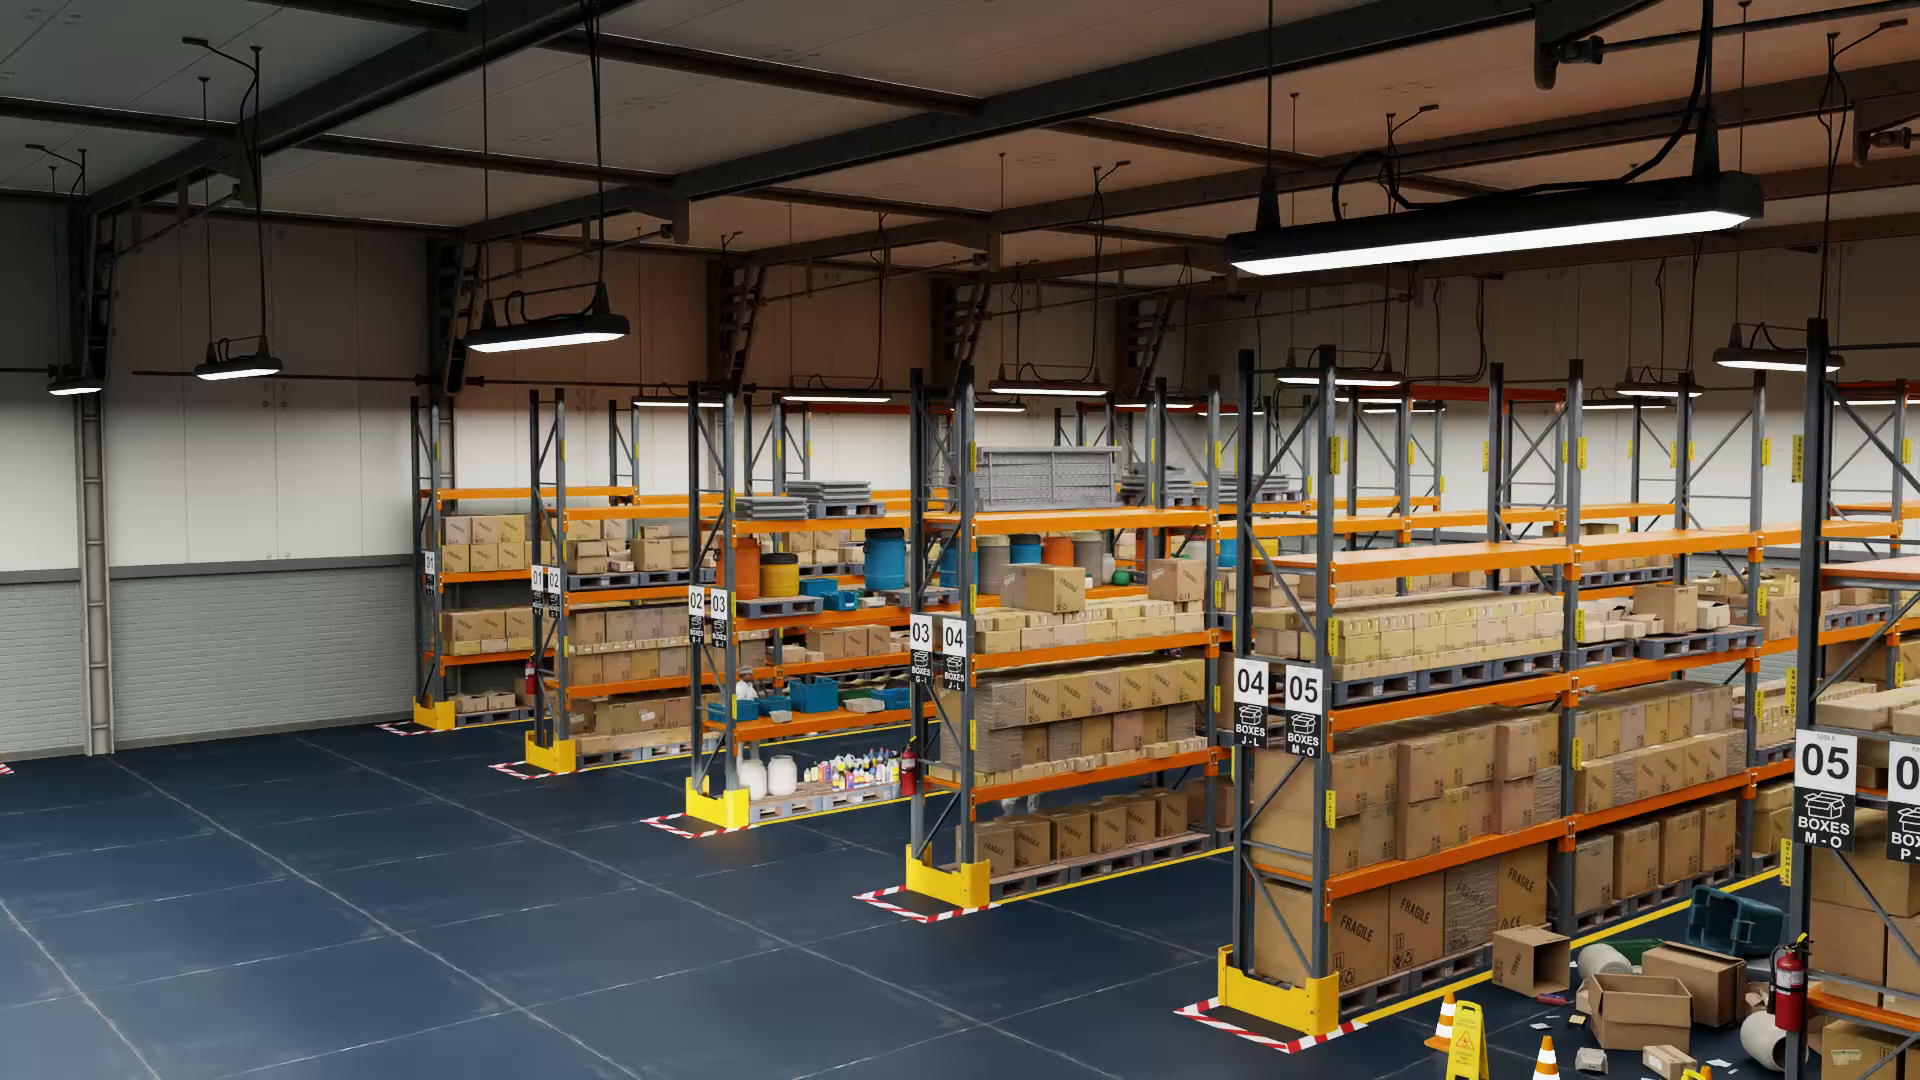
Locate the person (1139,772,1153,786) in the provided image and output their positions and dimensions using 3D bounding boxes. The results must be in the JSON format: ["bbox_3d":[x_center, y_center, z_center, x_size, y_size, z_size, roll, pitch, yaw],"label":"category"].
[{"bbox_3d":[2.934,2.864,25.091,0.360,1.642,0.514,1,4,22],"label":"person"}]

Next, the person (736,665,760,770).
[{"bbox_3d":[-3.311,2.811,25.967,0.432,1.713,0.514,2,4,31],"label":"person"}]

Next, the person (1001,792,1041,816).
[{"bbox_3d":[0.893,2.953,22.242,0.669,1.776,0.539,0,3,-6],"label":"person"}]

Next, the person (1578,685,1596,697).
[{"bbox_3d":[9.135,2.897,24.134,1.028,1.611,0.543,-3,4,-40],"label":"person"}]
